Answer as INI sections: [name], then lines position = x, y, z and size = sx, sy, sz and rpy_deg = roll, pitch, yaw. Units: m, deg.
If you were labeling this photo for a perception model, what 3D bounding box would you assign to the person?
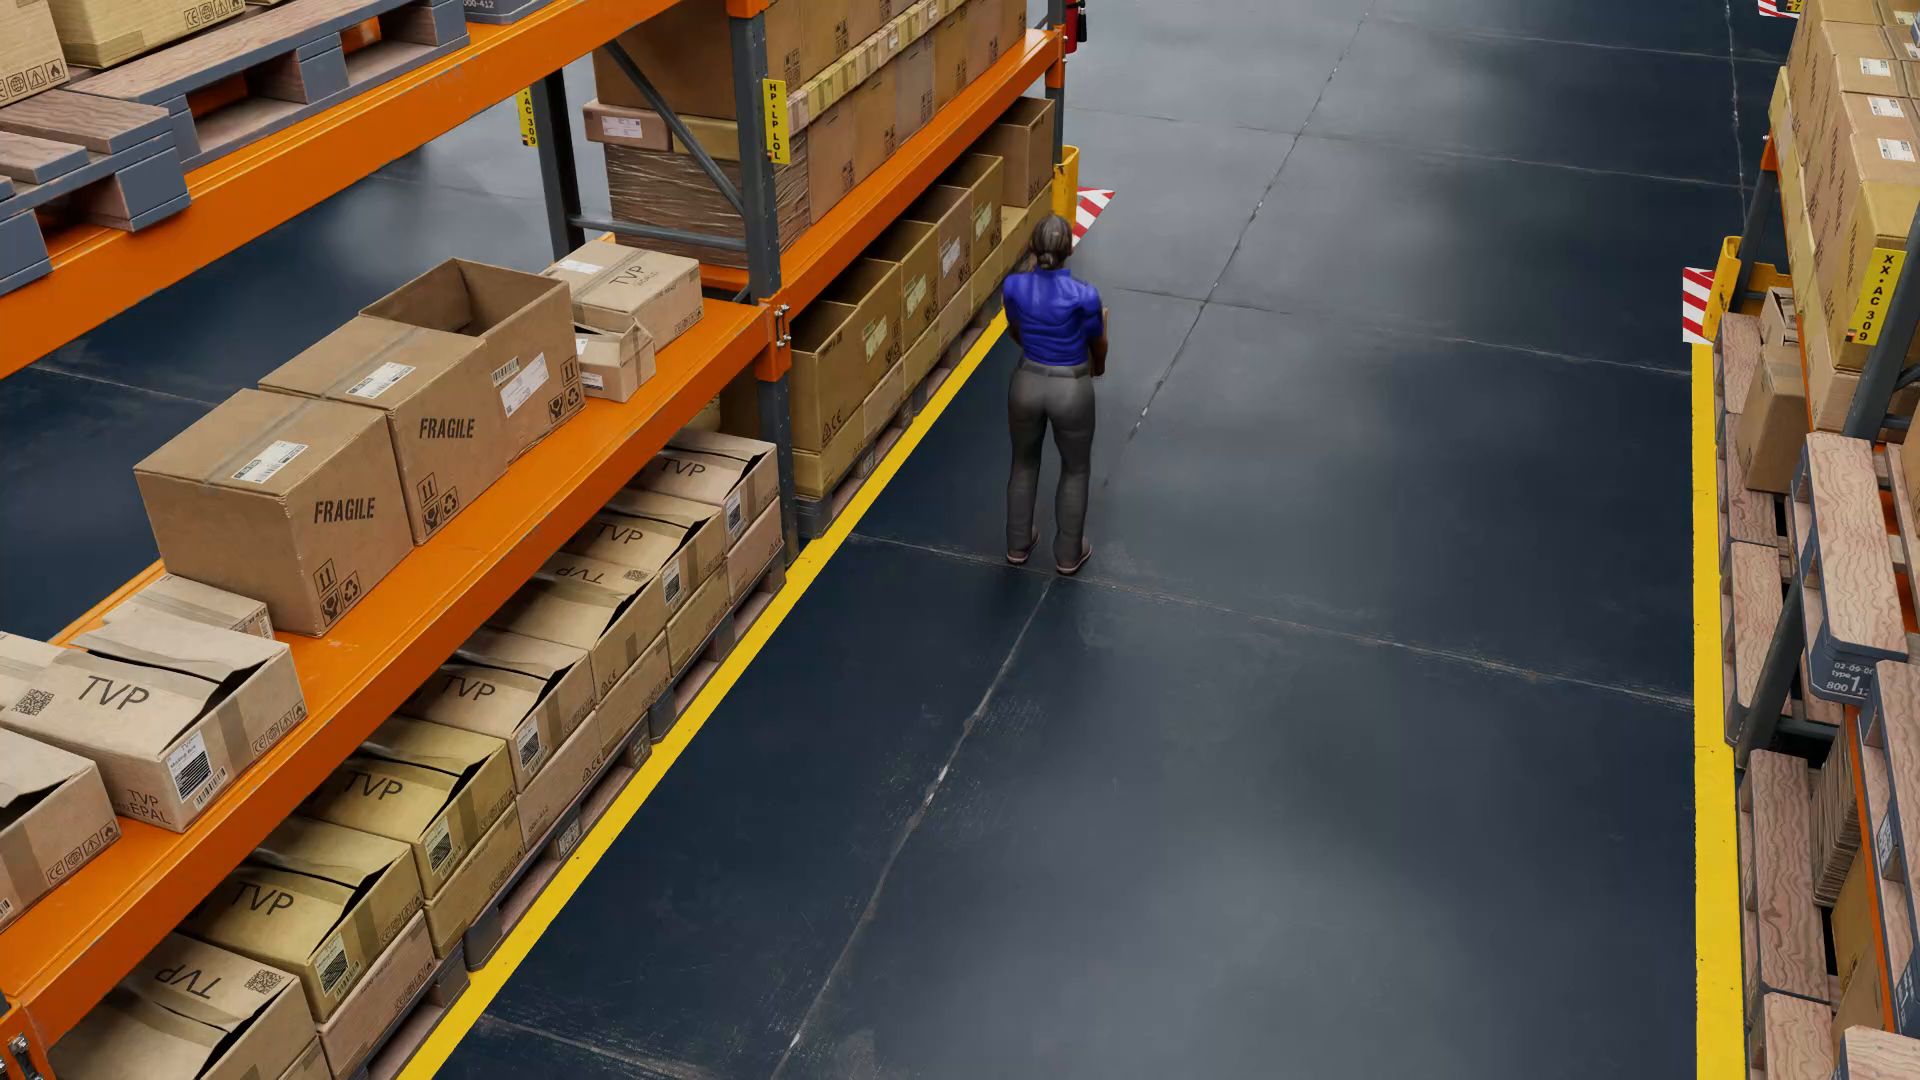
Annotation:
[person]
position = 0.416, -0.657, 7.148
size = 0.435, 1.656, 0.504
rpy_deg = 11, 35, 16
